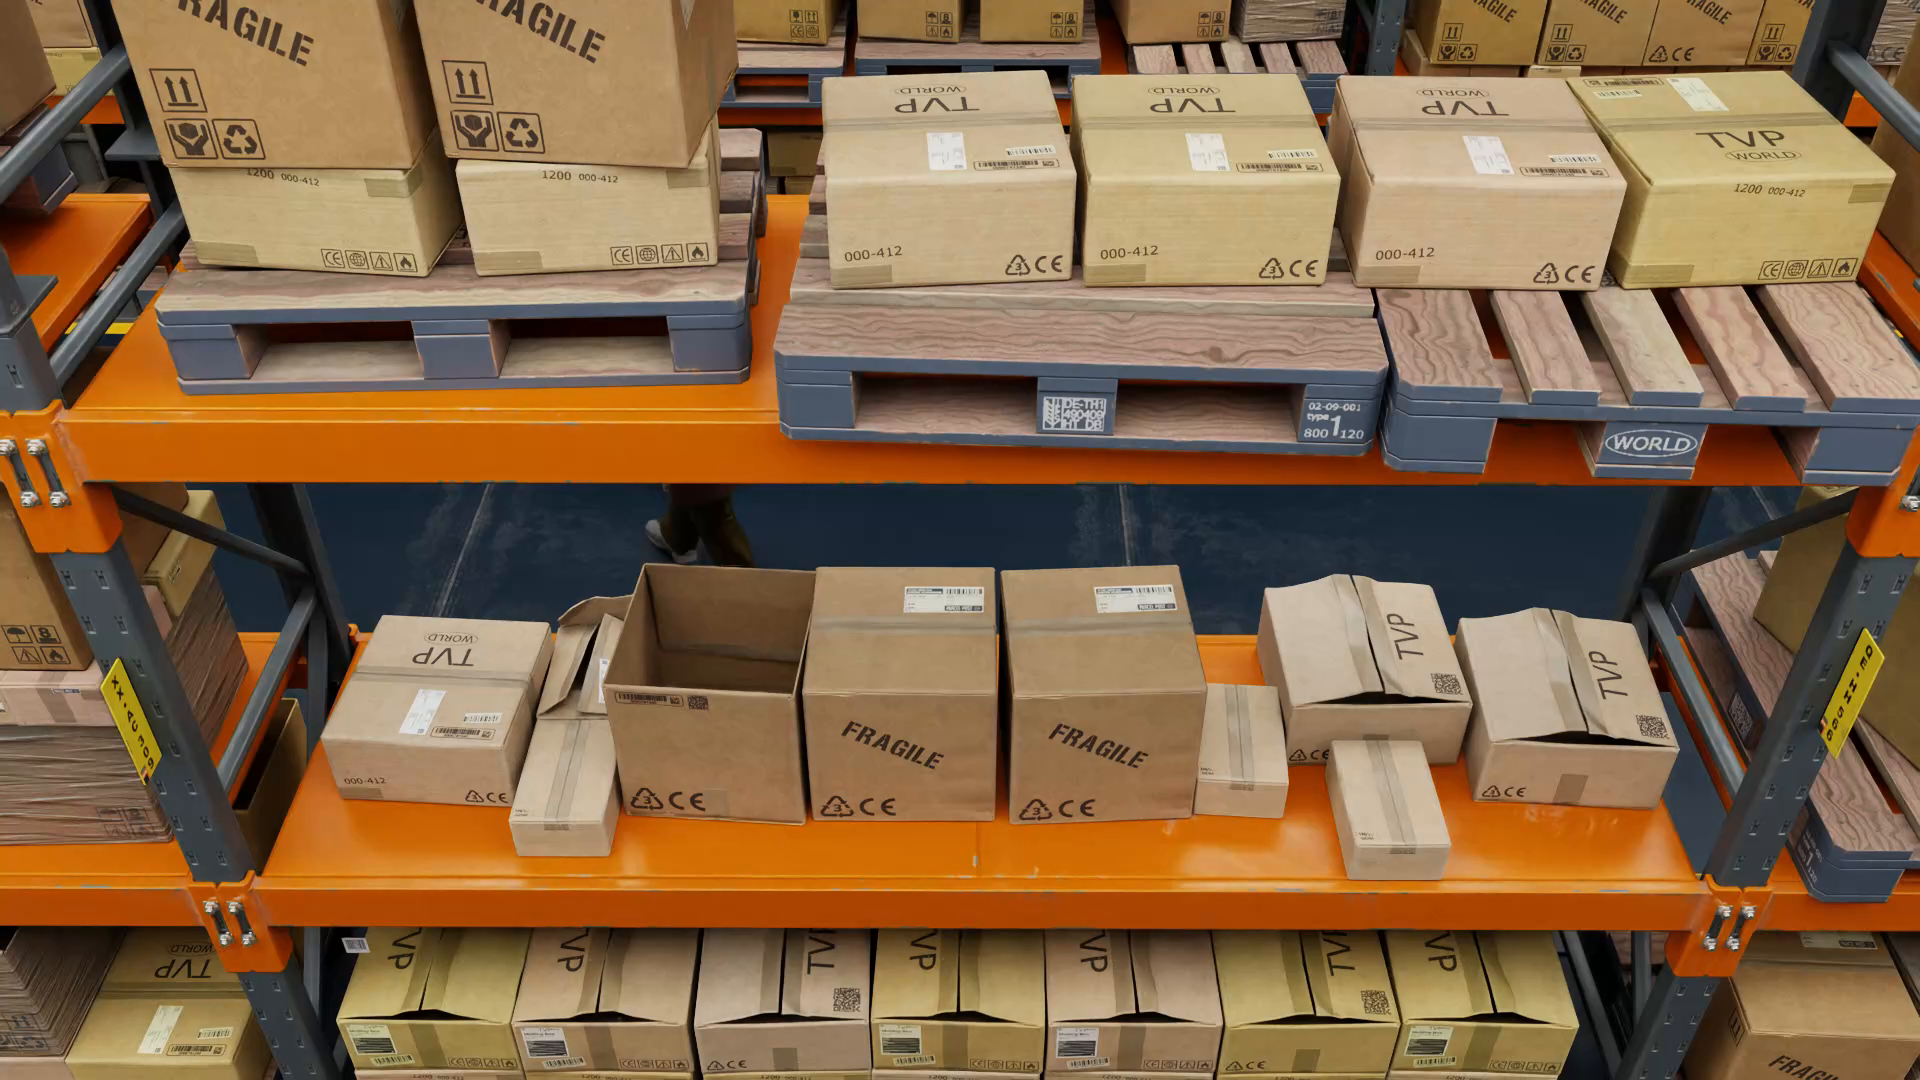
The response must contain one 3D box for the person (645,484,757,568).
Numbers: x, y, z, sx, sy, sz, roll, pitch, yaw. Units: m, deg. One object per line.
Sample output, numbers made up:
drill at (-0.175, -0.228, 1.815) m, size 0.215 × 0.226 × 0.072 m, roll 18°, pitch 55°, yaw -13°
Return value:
person at (-1.143, -0.479, 6.727) m, size 0.878 × 1.755 × 0.610 m, roll 20°, pitch 43°, yaw 23°
